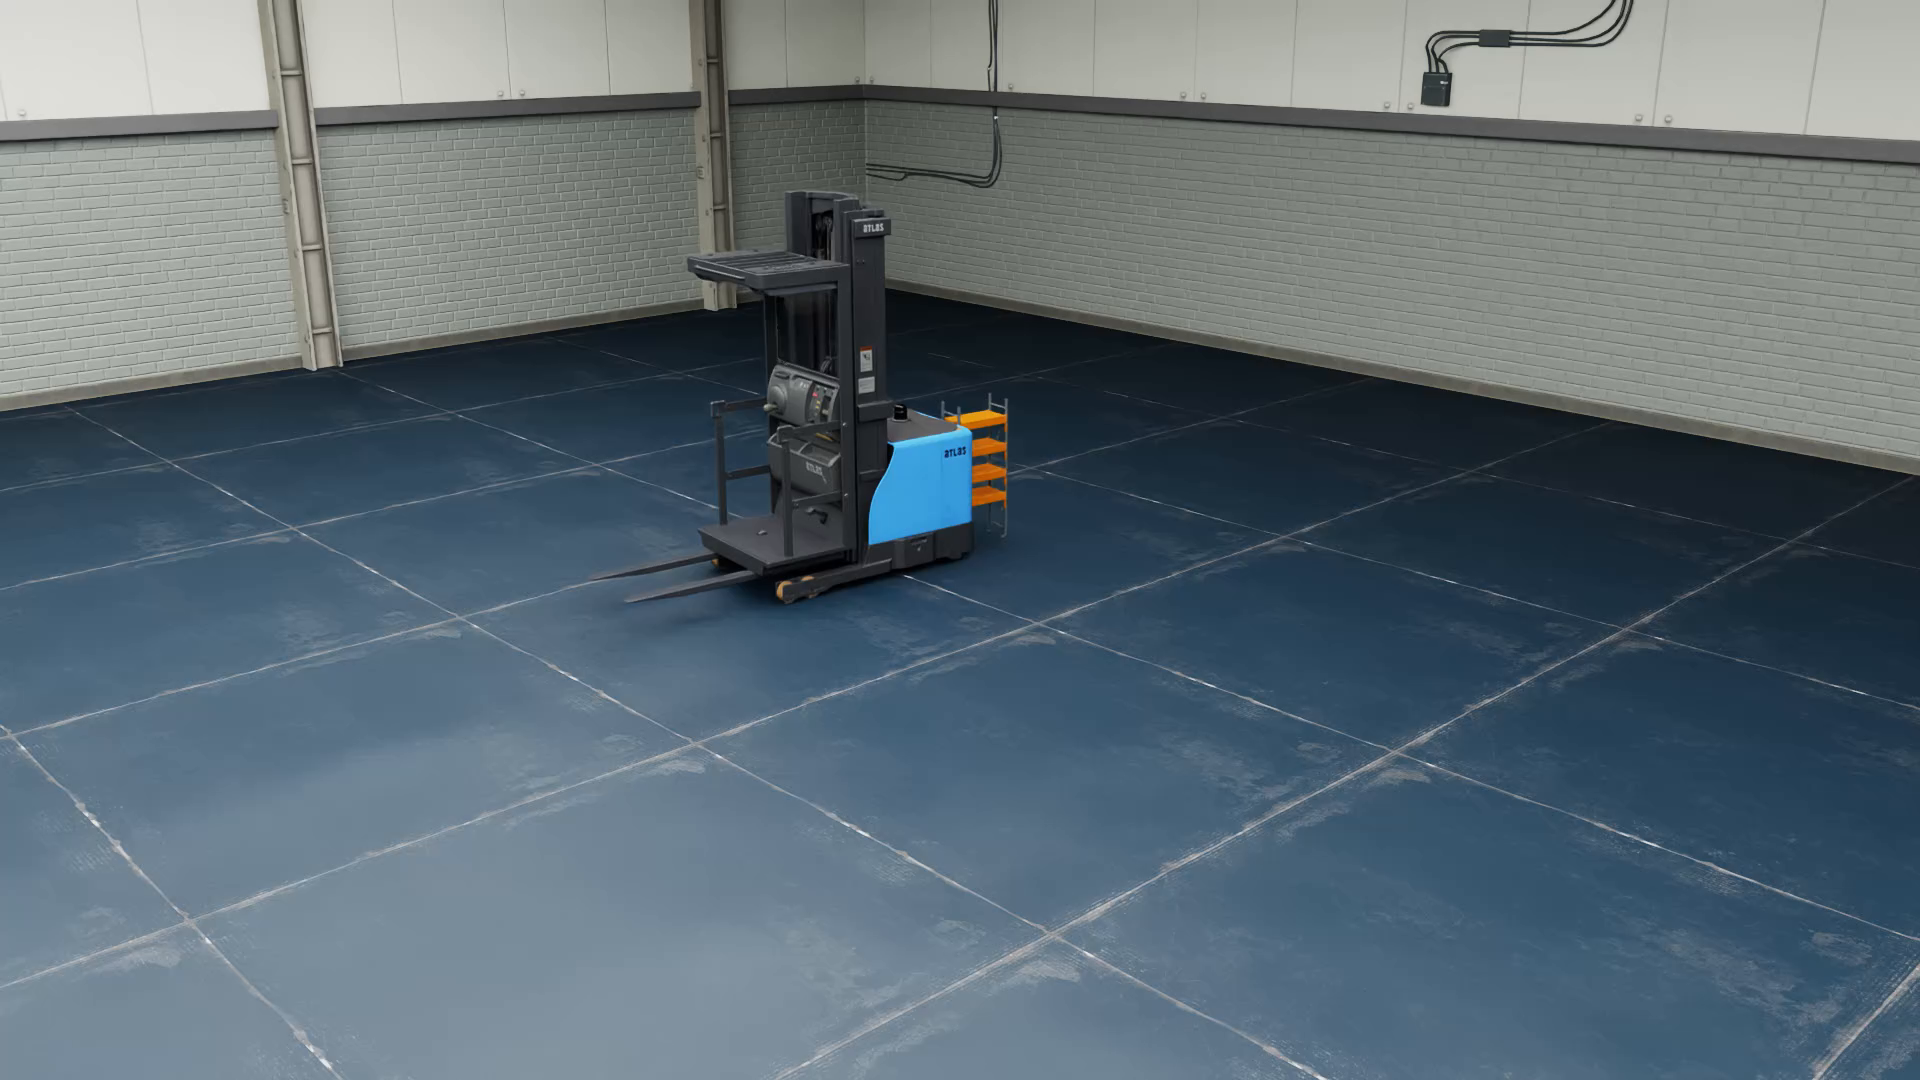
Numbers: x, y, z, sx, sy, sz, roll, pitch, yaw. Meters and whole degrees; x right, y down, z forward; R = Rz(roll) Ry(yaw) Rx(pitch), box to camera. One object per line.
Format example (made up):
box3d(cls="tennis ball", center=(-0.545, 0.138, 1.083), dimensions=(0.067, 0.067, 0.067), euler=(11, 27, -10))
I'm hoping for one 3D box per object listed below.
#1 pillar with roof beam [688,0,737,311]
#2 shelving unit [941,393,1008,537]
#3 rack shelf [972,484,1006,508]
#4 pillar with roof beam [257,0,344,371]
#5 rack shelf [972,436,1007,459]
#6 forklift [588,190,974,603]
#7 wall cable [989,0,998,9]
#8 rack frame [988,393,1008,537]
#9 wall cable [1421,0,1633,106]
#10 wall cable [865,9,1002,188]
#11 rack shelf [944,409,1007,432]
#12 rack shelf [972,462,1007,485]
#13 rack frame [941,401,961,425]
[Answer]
box3d(cls="pillar with roof beam", center=(-0.585, -6.741, 20.185), dimensions=(0.400, 9.000, 9.100), euler=(-16, 24, -41))
box3d(cls="shelving unit", center=(0.121, -0.581, 13.832), dimensions=(0.503, 1.200, 0.258), euler=(-13, 22, -35))
box3d(cls="rack shelf", center=(0.121, -0.328, 13.914), dimensions=(0.480, 0.148, 0.258), euler=(-13, 22, -35))
box3d(cls="pillar with roof beam", center=(-4.944, -5.469, 16.263), dimensions=(0.400, 9.000, 9.100), euler=(-16, 24, -41))
box3d(cls="rack shelf", center=(0.121, -0.730, 13.783), dimensions=(0.480, 0.148, 0.258), euler=(-13, 22, -35))
box3d(cls="forklift", center=(-1.369, -1.102, 12.632), dimensions=(3.031, 2.935, 1.130), euler=(-13, 22, -35))
box3d(cls="wall cable", center=(1.365, -8.353, 22.002), dimensions=(0.112, 2.526, 3.097), euler=(-16, 24, -41))
box3d(cls="rack frame", center=(0.316, -0.626, 13.971), dimensions=(0.015, 1.200, 0.240), euler=(-13, 22, -35))
box3d(cls="wall cable", center=(6.018, -7.520, 17.075), dimensions=(0.169, 6.003, 2.305), euler=(-16, 24, -41))
box3d(cls="wall cable", center=(-0.493, -6.556, 24.651), dimensions=(0.112, 2.526, 3.097), euler=(-16, 24, -41))
box3d(cls="rack shelf", center=(0.121, -0.955, 13.710), dimensions=(0.480, 0.148, 0.258), euler=(-13, 22, -35))
box3d(cls="rack shelf", center=(0.121, -0.517, 13.852), dimensions=(0.480, 0.148, 0.258), euler=(-13, 22, -35))
box3d(cls="rack frame", center=(-0.074, -0.536, 13.692), dimensions=(0.015, 1.200, 0.240), euler=(-13, 22, -35))
